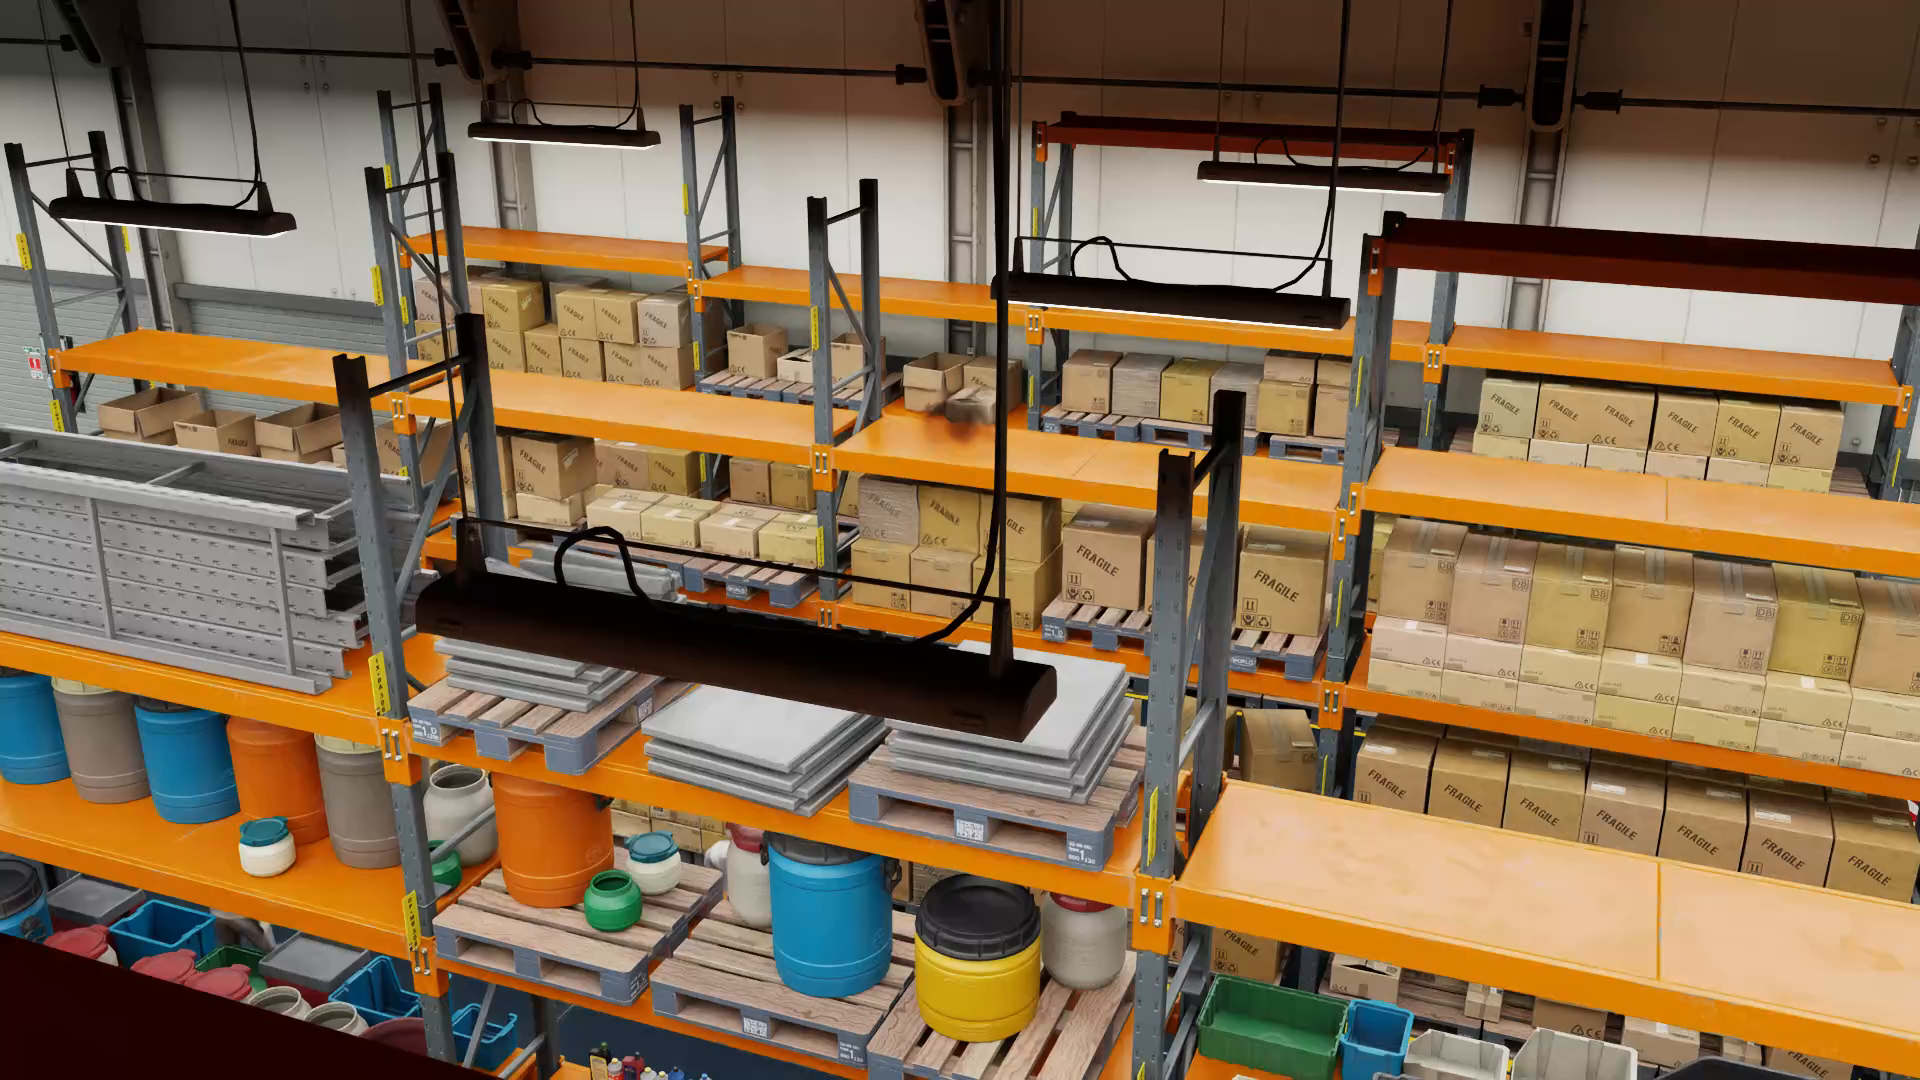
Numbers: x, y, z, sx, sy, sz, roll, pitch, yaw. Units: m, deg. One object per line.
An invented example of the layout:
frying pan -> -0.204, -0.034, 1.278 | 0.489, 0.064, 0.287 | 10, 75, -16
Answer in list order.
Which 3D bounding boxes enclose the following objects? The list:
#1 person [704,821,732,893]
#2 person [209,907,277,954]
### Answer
person -> -1.614, 2.777, 12.570 | 0.594, 1.790, 0.400 | -1, 21, -4
person -> -5.480, 2.854, 12.562 | 0.565, 1.696, 0.397 | 7, 22, 17
